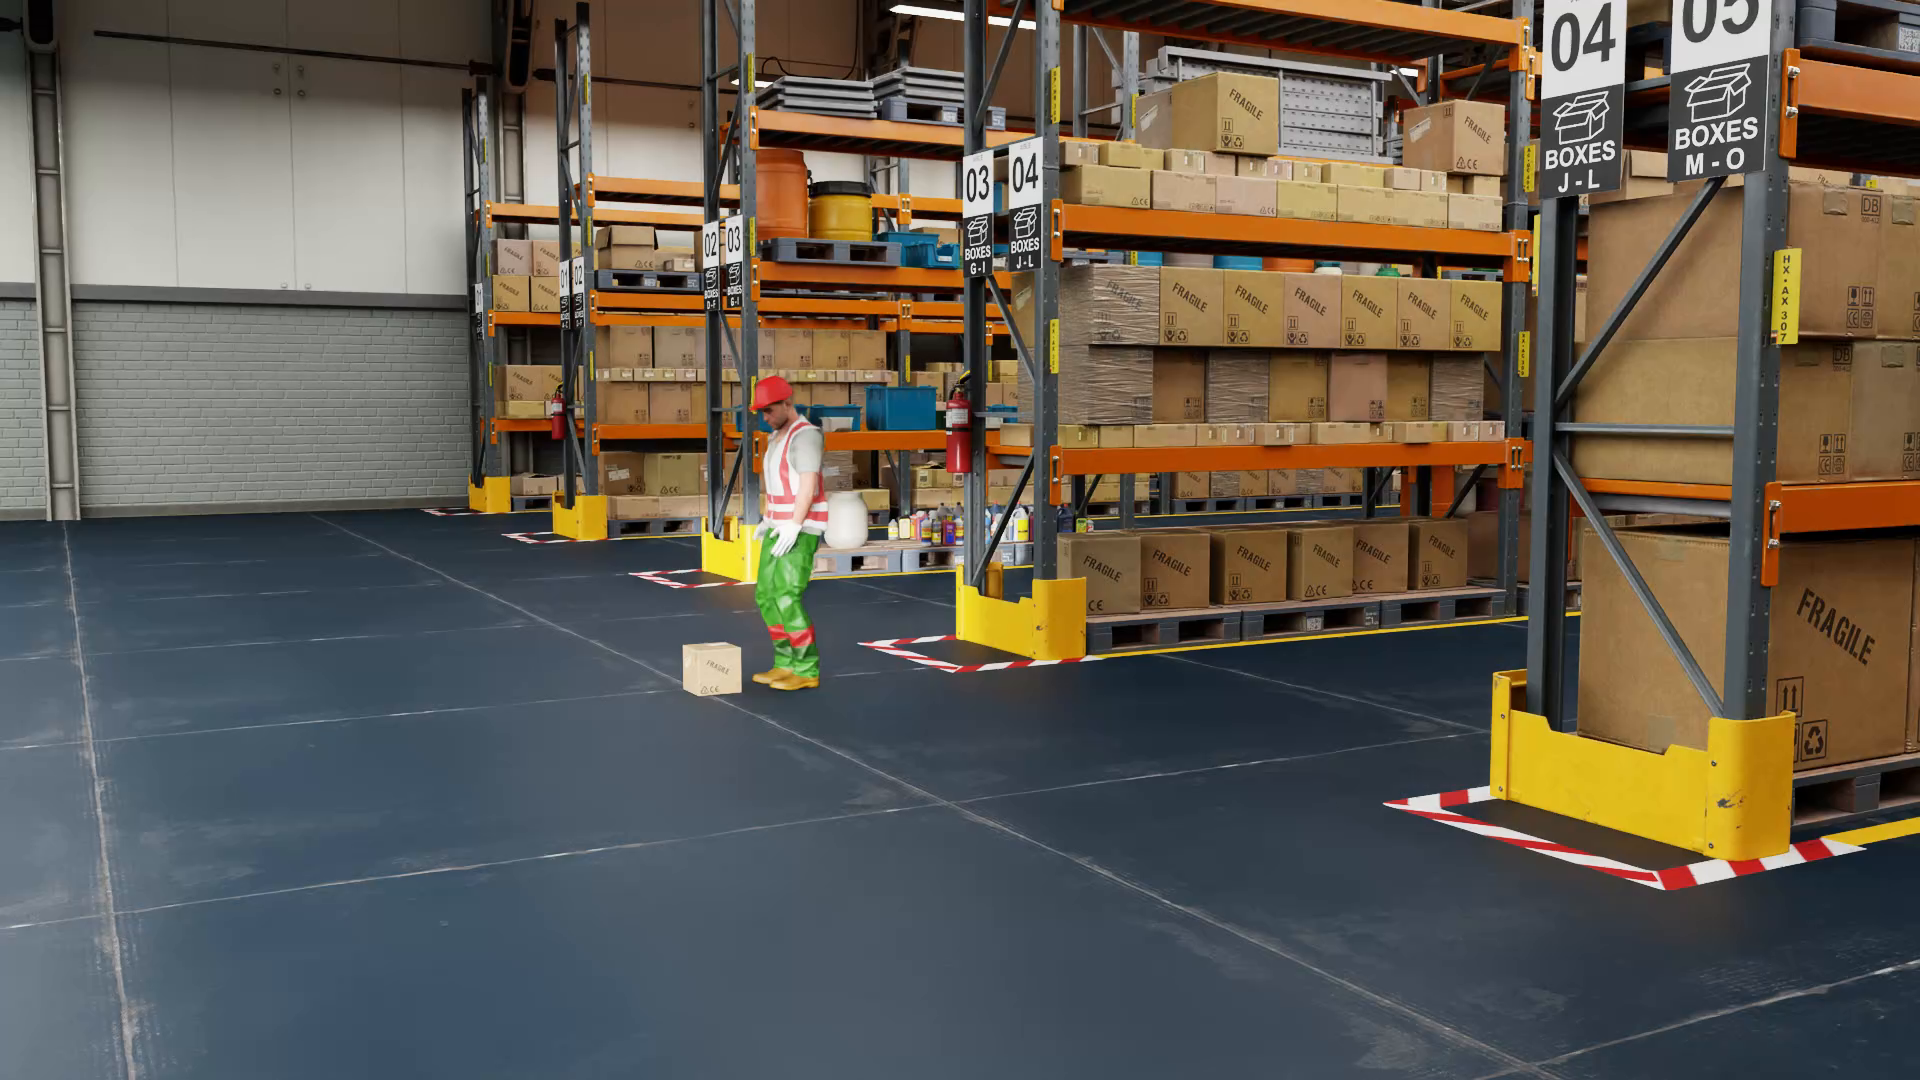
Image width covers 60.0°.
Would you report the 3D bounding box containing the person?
[{"bbox_3d":[-0.968,-0.042,9.319,0.443,1.745,0.541,-3,6,-27],"label":"person"}]
